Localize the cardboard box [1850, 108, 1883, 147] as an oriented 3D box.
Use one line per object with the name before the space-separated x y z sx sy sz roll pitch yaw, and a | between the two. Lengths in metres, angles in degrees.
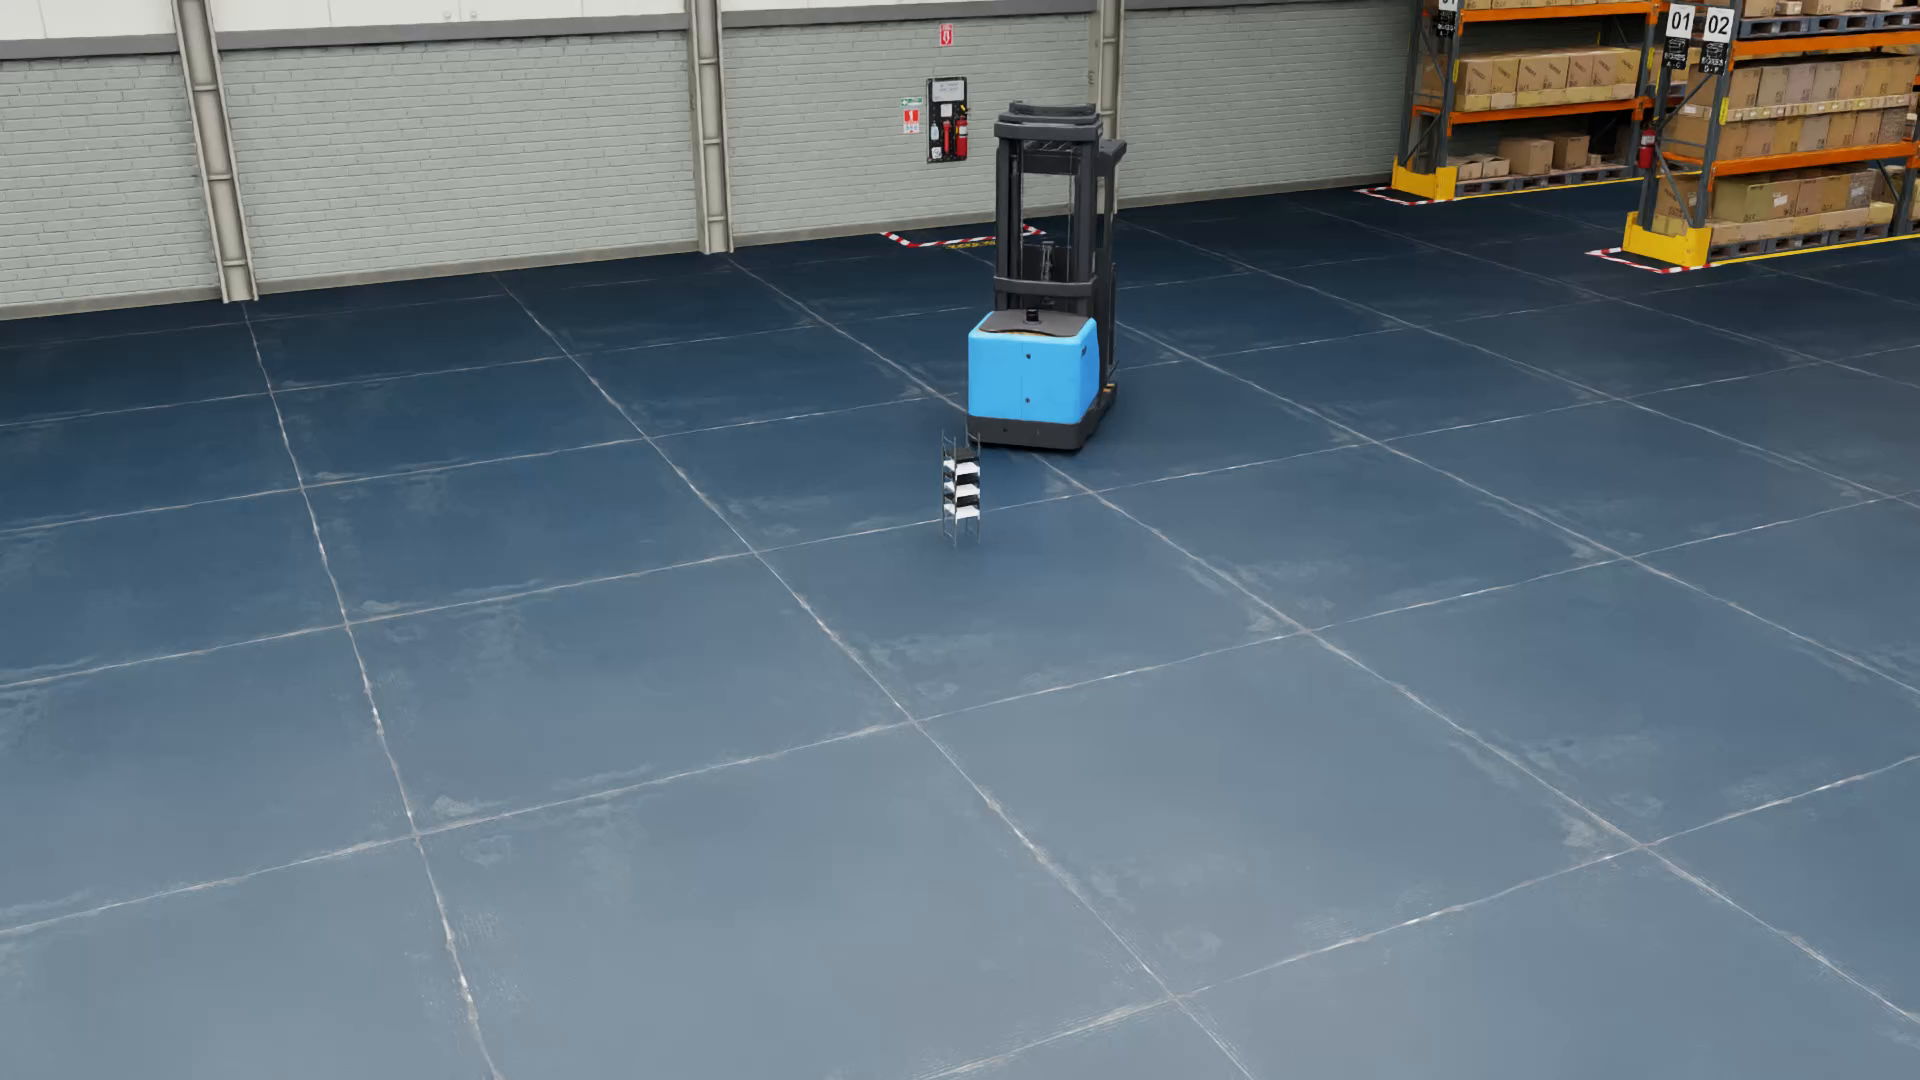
cardboard box | 12.143 -5.712 22.820 0.500 0.500 0.700 -11 25 -24

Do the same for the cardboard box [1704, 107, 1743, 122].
cardboard box | 9.855 -5.505 21.470 0.250 0.149 0.380 -11 25 -24

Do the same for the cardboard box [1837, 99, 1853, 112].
cardboard box | 11.716 -5.848 22.300 0.250 0.149 0.380 -10 24 -22

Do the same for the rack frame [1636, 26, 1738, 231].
rack frame | 9.408 -5.168 21.636 0.127 3.000 1.000 -10 25 -24

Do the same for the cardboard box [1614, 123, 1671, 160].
cardboard box | 11.517 -6.714 28.064 0.500 0.500 0.700 -10 24 -22

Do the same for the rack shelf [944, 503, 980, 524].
rack shelf | 0.007 -0.220 12.986 0.200 0.077 0.258 -10 25 -24

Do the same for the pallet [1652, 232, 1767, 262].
pallet | 10.079 -4.021 22.510 1.213 0.211 1.003 -10 25 -24

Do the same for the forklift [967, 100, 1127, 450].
forklift | 0.932 -2.696 15.754 1.130 2.935 3.031 6 23 14

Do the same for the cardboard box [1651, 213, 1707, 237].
cardboard box | 9.763 -4.282 22.542 0.500 0.250 0.500 -10 25 -24

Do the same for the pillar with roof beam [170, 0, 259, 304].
pillar with roof beam | -6.840 -5.591 14.814 0.400 9.000 9.100 -10 25 -24

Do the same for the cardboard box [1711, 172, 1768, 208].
cardboard box | 10.657 -4.800 22.813 0.500 0.500 0.500 -10 25 -24

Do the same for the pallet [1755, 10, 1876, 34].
pallet | 11.157 -6.825 21.833 1.213 0.211 1.003 -10 25 -24

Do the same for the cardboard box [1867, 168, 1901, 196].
cardboard box | 13.253 -5.180 23.978 0.500 0.311 0.500 -10 25 -24

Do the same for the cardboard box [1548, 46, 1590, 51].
cardboard box | 9.879 -7.734 27.024 0.500 0.500 0.500 -11 25 -24

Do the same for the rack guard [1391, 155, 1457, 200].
rack guard | 7.325 -5.732 26.267 0.348 0.500 1.175 -10 25 -24

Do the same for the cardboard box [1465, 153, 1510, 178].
cardboard box | 8.433 -6.014 26.619 0.500 0.311 0.500 -8 24 -19

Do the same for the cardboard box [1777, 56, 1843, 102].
cardboard box | 11.259 -6.151 22.185 0.500 0.500 0.700 -10 25 -24

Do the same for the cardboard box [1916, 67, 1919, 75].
cardboard box | 16.956 -8.445 29.856 0.250 0.149 0.380 -10 25 -24

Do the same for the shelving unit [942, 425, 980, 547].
shelving unit | 0.007 -0.417 12.904 0.210 0.900 0.258 -10 25 -24

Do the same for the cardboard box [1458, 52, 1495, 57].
cardboard box | 8.047 -7.392 26.199 0.500 0.500 0.500 -10 25 -23

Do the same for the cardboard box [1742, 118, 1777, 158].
cardboard box | 10.306 -5.376 22.007 0.500 0.500 0.700 -10 24 -22

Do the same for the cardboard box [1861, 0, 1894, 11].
cardboard box | 12.044 -7.066 21.895 0.250 0.149 0.380 -10 25 -24

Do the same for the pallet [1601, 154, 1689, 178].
pallet | 11.562 -6.379 28.208 1.213 0.211 1.003 -10 25 -24

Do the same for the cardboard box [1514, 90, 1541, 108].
cardboard box | 8.757 -6.959 26.134 0.500 0.250 0.500 -11 25 -24

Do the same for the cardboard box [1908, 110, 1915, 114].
cardboard box | 13.725 -5.978 23.769 0.258 0.266 0.396 -11 25 -25

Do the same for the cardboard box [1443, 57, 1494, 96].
cardboard box | 7.817 -7.136 25.581 0.500 0.500 0.500 -10 25 -24

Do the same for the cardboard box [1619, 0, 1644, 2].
cardboard box | 10.511 -8.810 26.355 0.500 0.500 0.500 -10 24 -22

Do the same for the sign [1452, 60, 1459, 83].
sign | 7.492 -7.087 25.141 0.005 0.325 0.100 -10 25 -24

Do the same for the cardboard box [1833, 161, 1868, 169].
cardboard box | 12.459 -5.132 23.616 0.500 0.500 0.500 -10 25 -24

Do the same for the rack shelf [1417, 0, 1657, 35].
rack shelf | 9.059 -8.260 26.124 4.000 0.370 1.077 -10 25 -24

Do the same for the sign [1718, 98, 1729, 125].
sign | 9.644 -5.412 20.990 0.005 0.325 0.100 -10 25 -24

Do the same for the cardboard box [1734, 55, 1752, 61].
cardboard box | 12.933 -8.155 28.146 0.500 0.500 0.700 -10 25 -24

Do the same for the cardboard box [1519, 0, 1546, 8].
cardboard box | 8.632 -8.449 25.484 0.500 0.500 0.500 -9 24 -21

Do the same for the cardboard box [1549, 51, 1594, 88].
cardboard box | 9.663 -7.475 26.398 0.500 0.500 0.500 -11 25 -25

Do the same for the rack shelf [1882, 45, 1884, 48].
rack shelf | 14.815 -7.217 23.604 4.000 0.370 1.077 -10 25 -24

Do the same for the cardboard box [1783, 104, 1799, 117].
cardboard box | 10.785 -5.676 21.885 0.250 0.149 0.380 -11 25 -25

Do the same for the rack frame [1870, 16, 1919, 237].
rack frame | 13.013 -5.831 23.239 0.127 3.000 1.000 -10 25 -24

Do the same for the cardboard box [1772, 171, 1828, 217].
cardboard box | 11.341 -4.698 22.566 0.500 0.500 0.500 -10 25 -24

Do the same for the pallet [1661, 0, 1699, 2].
pallet | 11.463 -8.903 26.982 1.003 0.211 1.213 -10 25 -24

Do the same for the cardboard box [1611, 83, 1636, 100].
cardboard box | 10.565 -7.295 26.944 0.500 0.250 0.500 -10 25 -23

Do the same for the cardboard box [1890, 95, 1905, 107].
cardboard box | 12.637 -6.018 22.711 0.250 0.149 0.380 -11 25 -25

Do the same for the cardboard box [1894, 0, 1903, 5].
cardboard box | 12.444 -7.530 22.556 0.500 0.500 0.500 -8 24 -19

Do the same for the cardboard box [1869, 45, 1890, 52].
cardboard box | 15.937 -8.552 29.266 0.500 0.500 0.500 -11 25 -24

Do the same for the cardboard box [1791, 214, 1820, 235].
cardboard box | 11.340 -4.352 22.711 0.500 0.250 0.500 -10 25 -24

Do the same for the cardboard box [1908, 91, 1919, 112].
cardboard box | 16.740 -7.765 30.170 0.750 0.750 0.750 -10 24 -22

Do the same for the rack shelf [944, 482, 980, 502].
rack shelf | 0.007 -0.386 12.917 0.200 0.077 0.258 -10 25 -24

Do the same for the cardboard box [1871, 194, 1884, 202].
cardboard box | 13.260 -4.924 24.092 0.500 0.250 0.500 -11 25 -24

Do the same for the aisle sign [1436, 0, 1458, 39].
aisle sign | 7.322 -7.960 24.982 0.004 0.787 0.394 -10 25 -24
